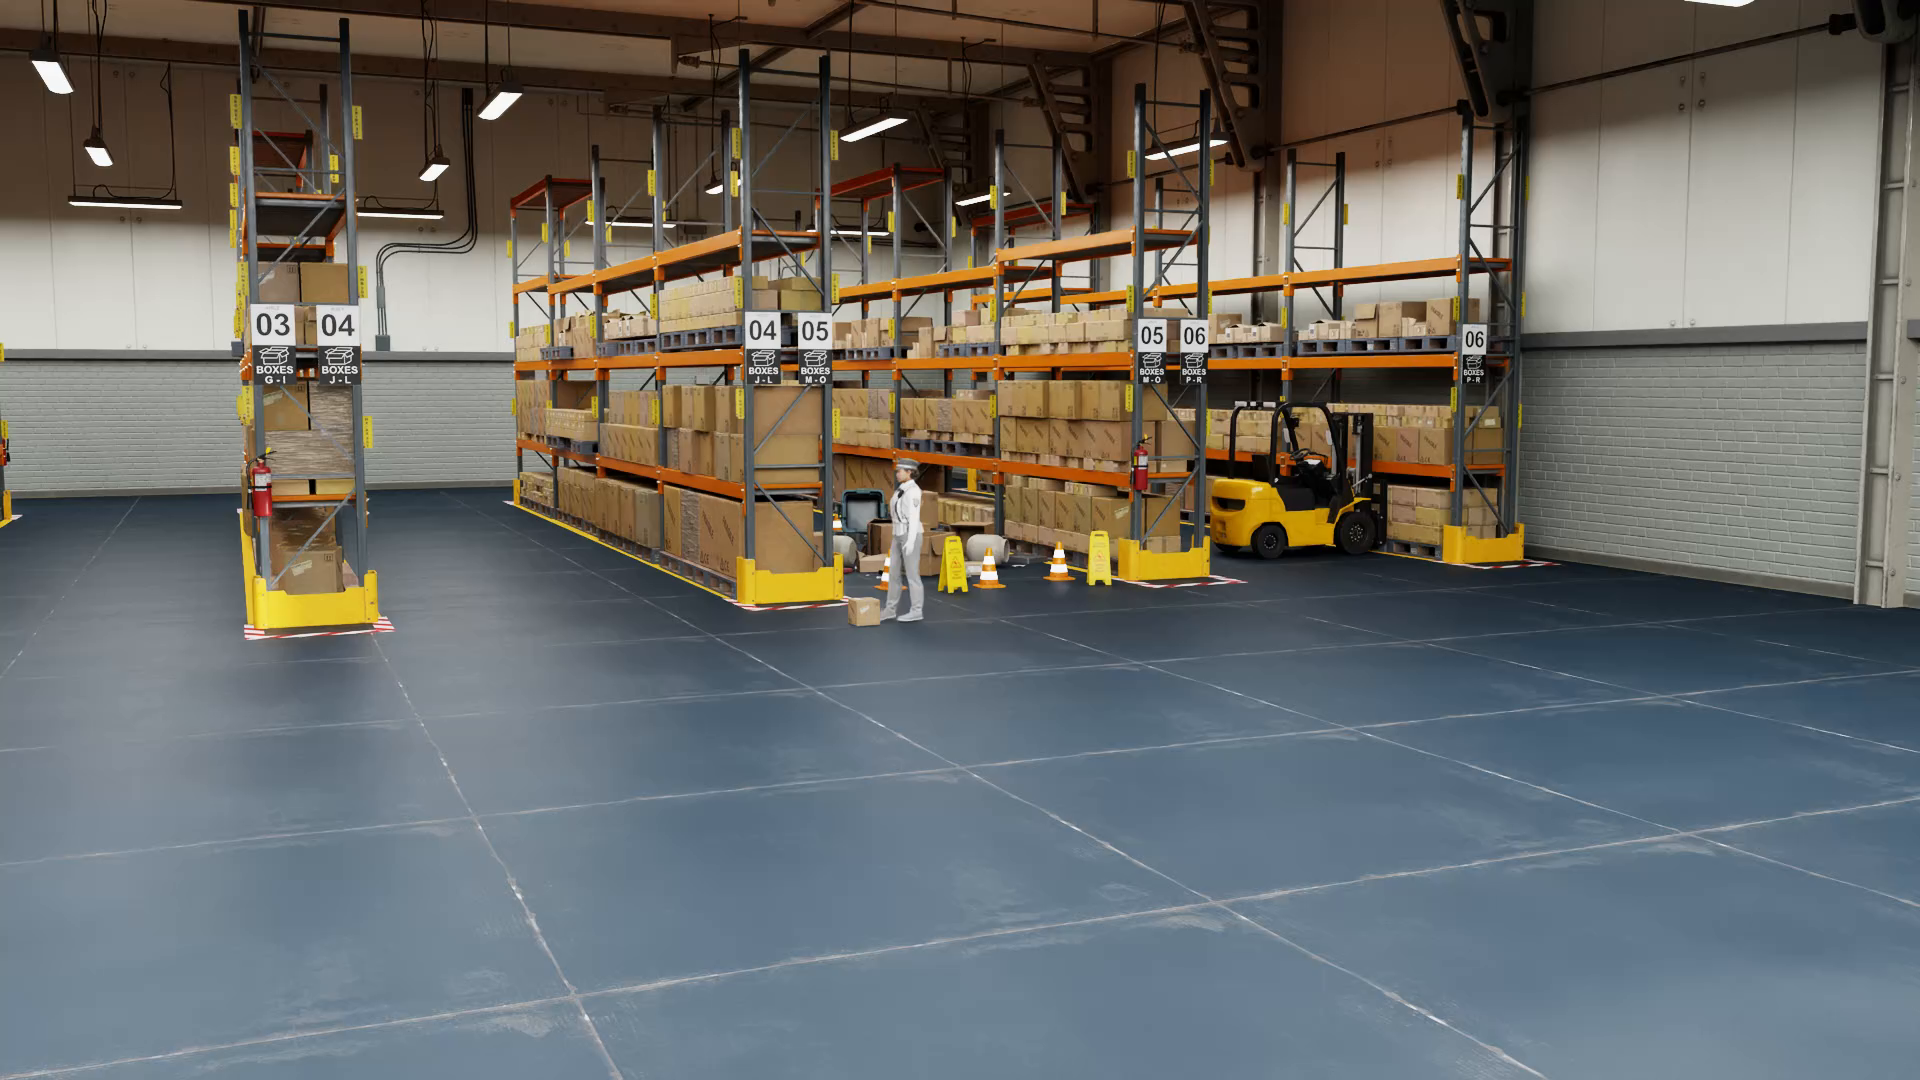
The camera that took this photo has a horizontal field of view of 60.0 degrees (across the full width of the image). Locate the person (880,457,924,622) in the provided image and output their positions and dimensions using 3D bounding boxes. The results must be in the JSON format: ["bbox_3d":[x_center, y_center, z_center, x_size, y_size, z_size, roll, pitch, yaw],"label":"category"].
[{"bbox_3d":[-0.617,-0.002,16.901,0.508,1.680,0.502,-2,6,-23],"label":"person"}]
